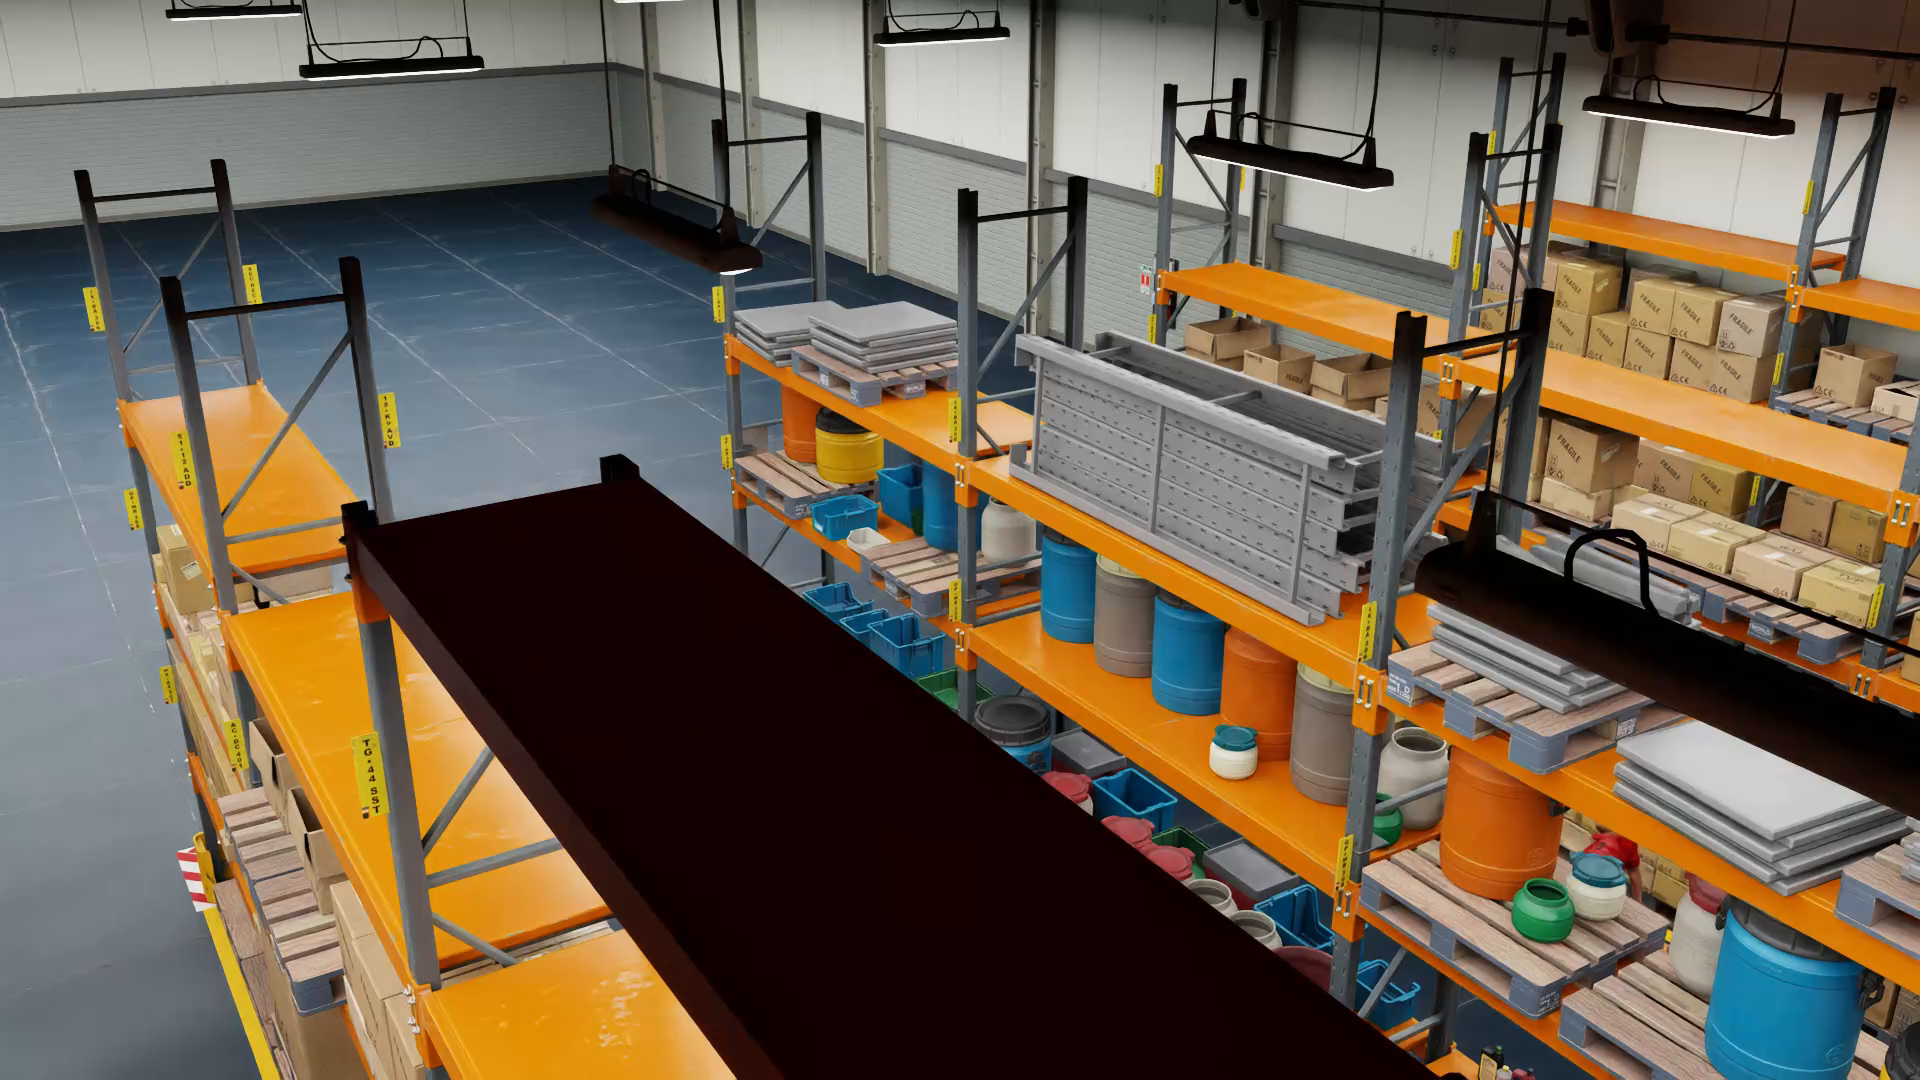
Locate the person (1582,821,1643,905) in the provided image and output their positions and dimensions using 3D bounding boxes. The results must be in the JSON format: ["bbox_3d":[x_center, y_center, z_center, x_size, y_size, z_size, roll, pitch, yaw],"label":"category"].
[{"bbox_3d":[4.724,2.679,12.411,0.603,1.657,1.088,-18,28,-38],"label":"person"}]
